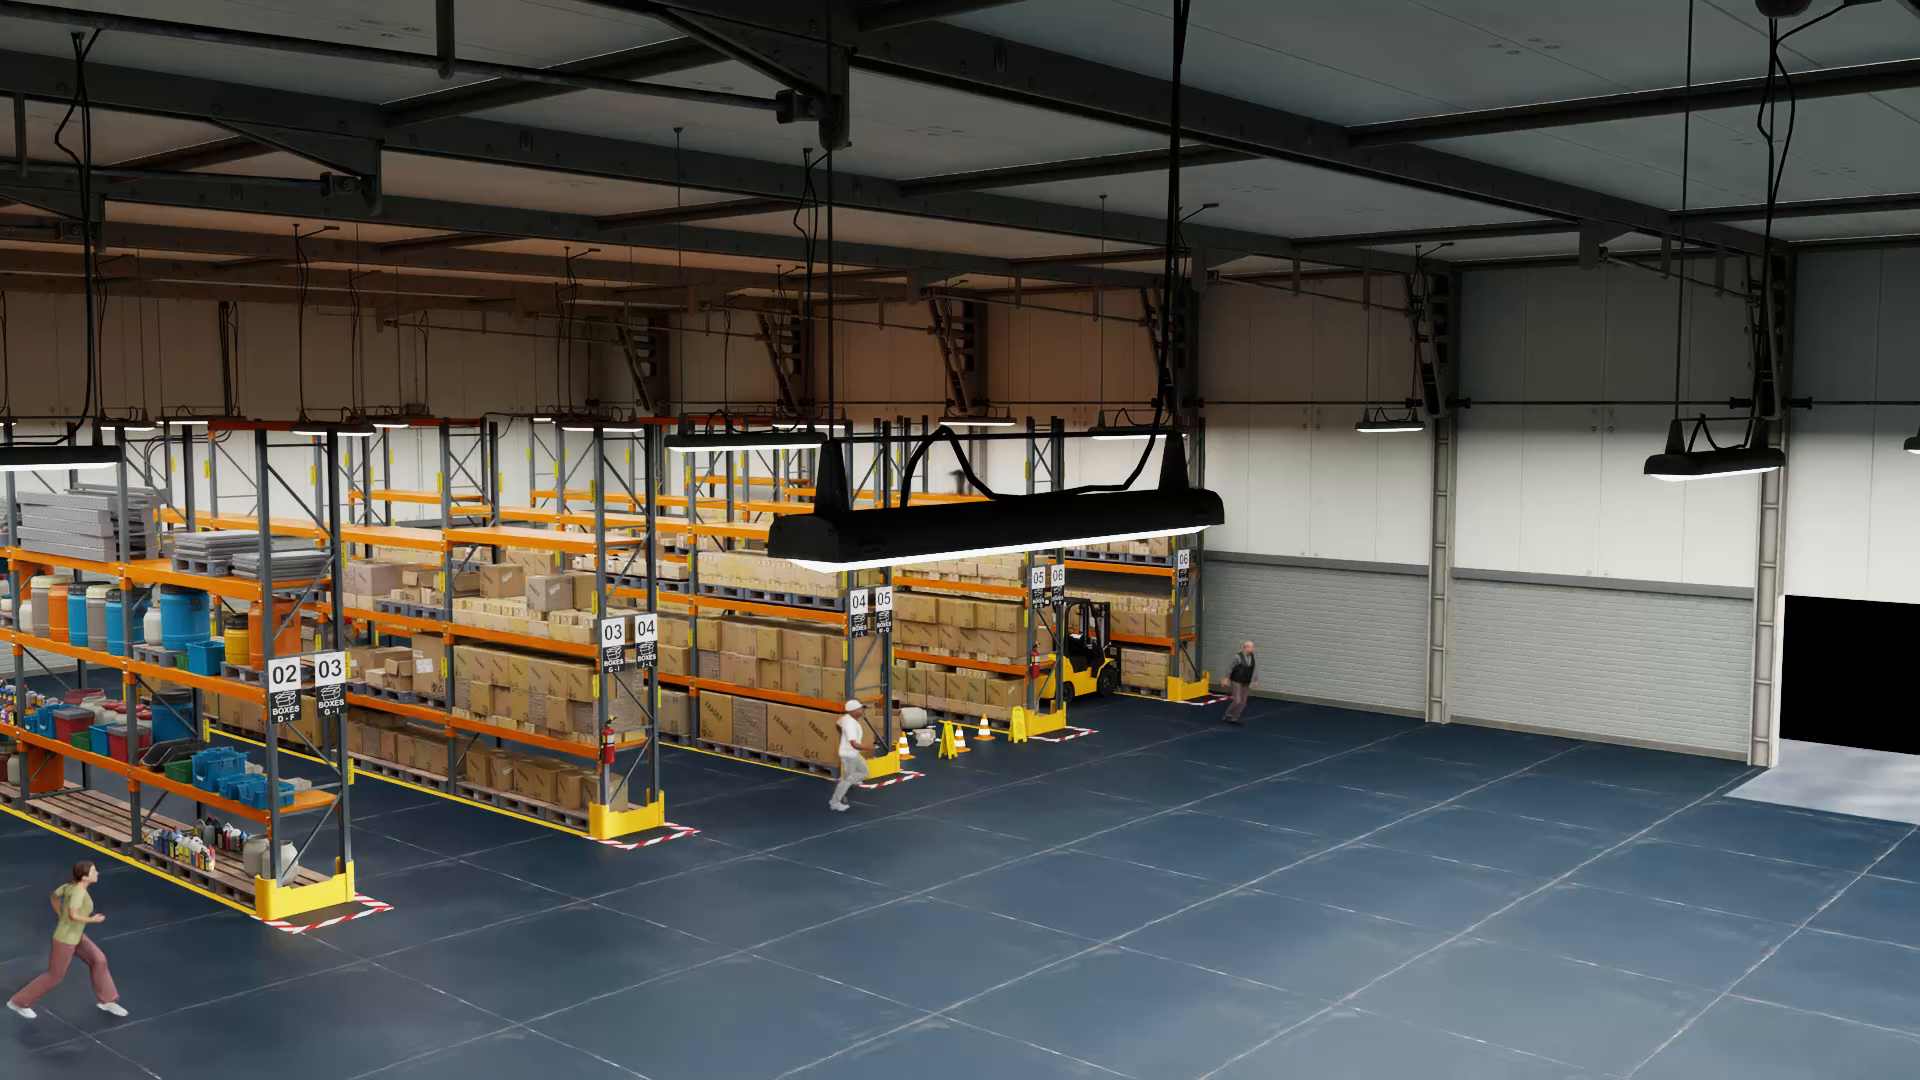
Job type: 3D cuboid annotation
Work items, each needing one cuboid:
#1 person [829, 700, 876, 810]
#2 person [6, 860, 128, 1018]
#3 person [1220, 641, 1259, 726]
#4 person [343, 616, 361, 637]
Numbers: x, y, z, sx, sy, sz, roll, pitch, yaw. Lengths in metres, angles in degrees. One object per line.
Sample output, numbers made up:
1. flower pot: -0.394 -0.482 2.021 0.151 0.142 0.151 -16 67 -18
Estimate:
1. person: -1.675 3.318 25.847 0.729 1.705 0.733 0 5 -4
2. person: -9.096 4.108 16.901 1.086 1.663 0.572 -2 5 -23
3. person: 5.460 2.798 32.487 0.693 1.687 0.542 -3 6 -32
4. person: -14.800 2.137 40.468 0.654 1.692 0.885 0 5 -3
